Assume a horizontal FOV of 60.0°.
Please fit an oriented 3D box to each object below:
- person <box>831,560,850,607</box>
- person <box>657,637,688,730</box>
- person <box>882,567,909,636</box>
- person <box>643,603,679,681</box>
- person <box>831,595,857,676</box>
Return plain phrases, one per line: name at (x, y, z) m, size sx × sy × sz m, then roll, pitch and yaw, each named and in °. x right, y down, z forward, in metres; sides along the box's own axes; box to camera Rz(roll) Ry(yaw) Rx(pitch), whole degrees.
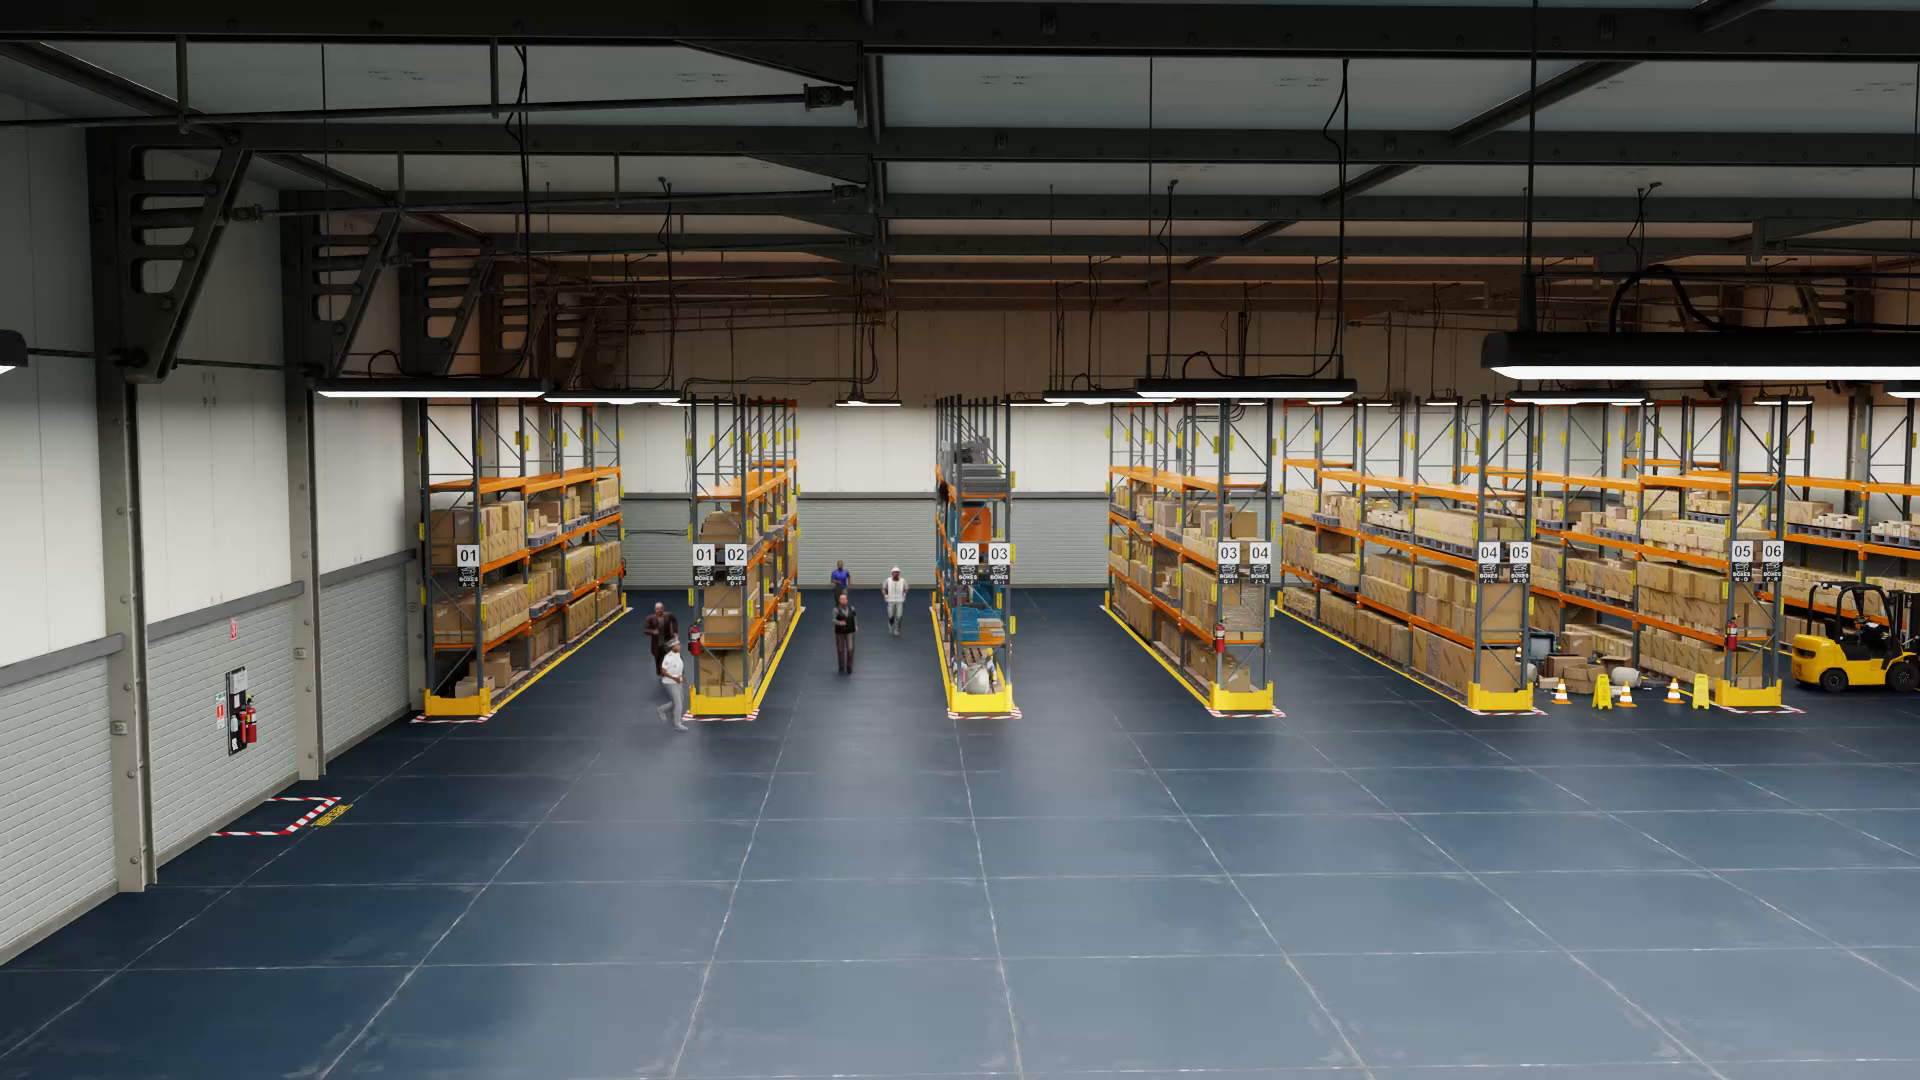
person at (-3.196, 1.397, 44.496) m, size 0.537 × 1.716 × 0.848 m, roll -1°, pitch 5°, yaw -6°
person at (-5.189, 2.568, 29.708) m, size 0.652 × 1.679 × 0.581 m, roll 1°, pitch 5°, yaw 17°
person at (-1.622, 1.556, 41.847) m, size 0.674 × 1.739 × 0.593 m, roll 0°, pitch 5°, yaw -4°
person at (-6.180, 2.150, 34.433) m, size 0.701 × 1.756 × 1.060 m, roll 0°, pitch 5°, yaw -6°
person at (-2.491, 2.048, 35.870) m, size 0.596 × 1.753 × 0.813 m, roll -1°, pitch 5°, yaw -9°
